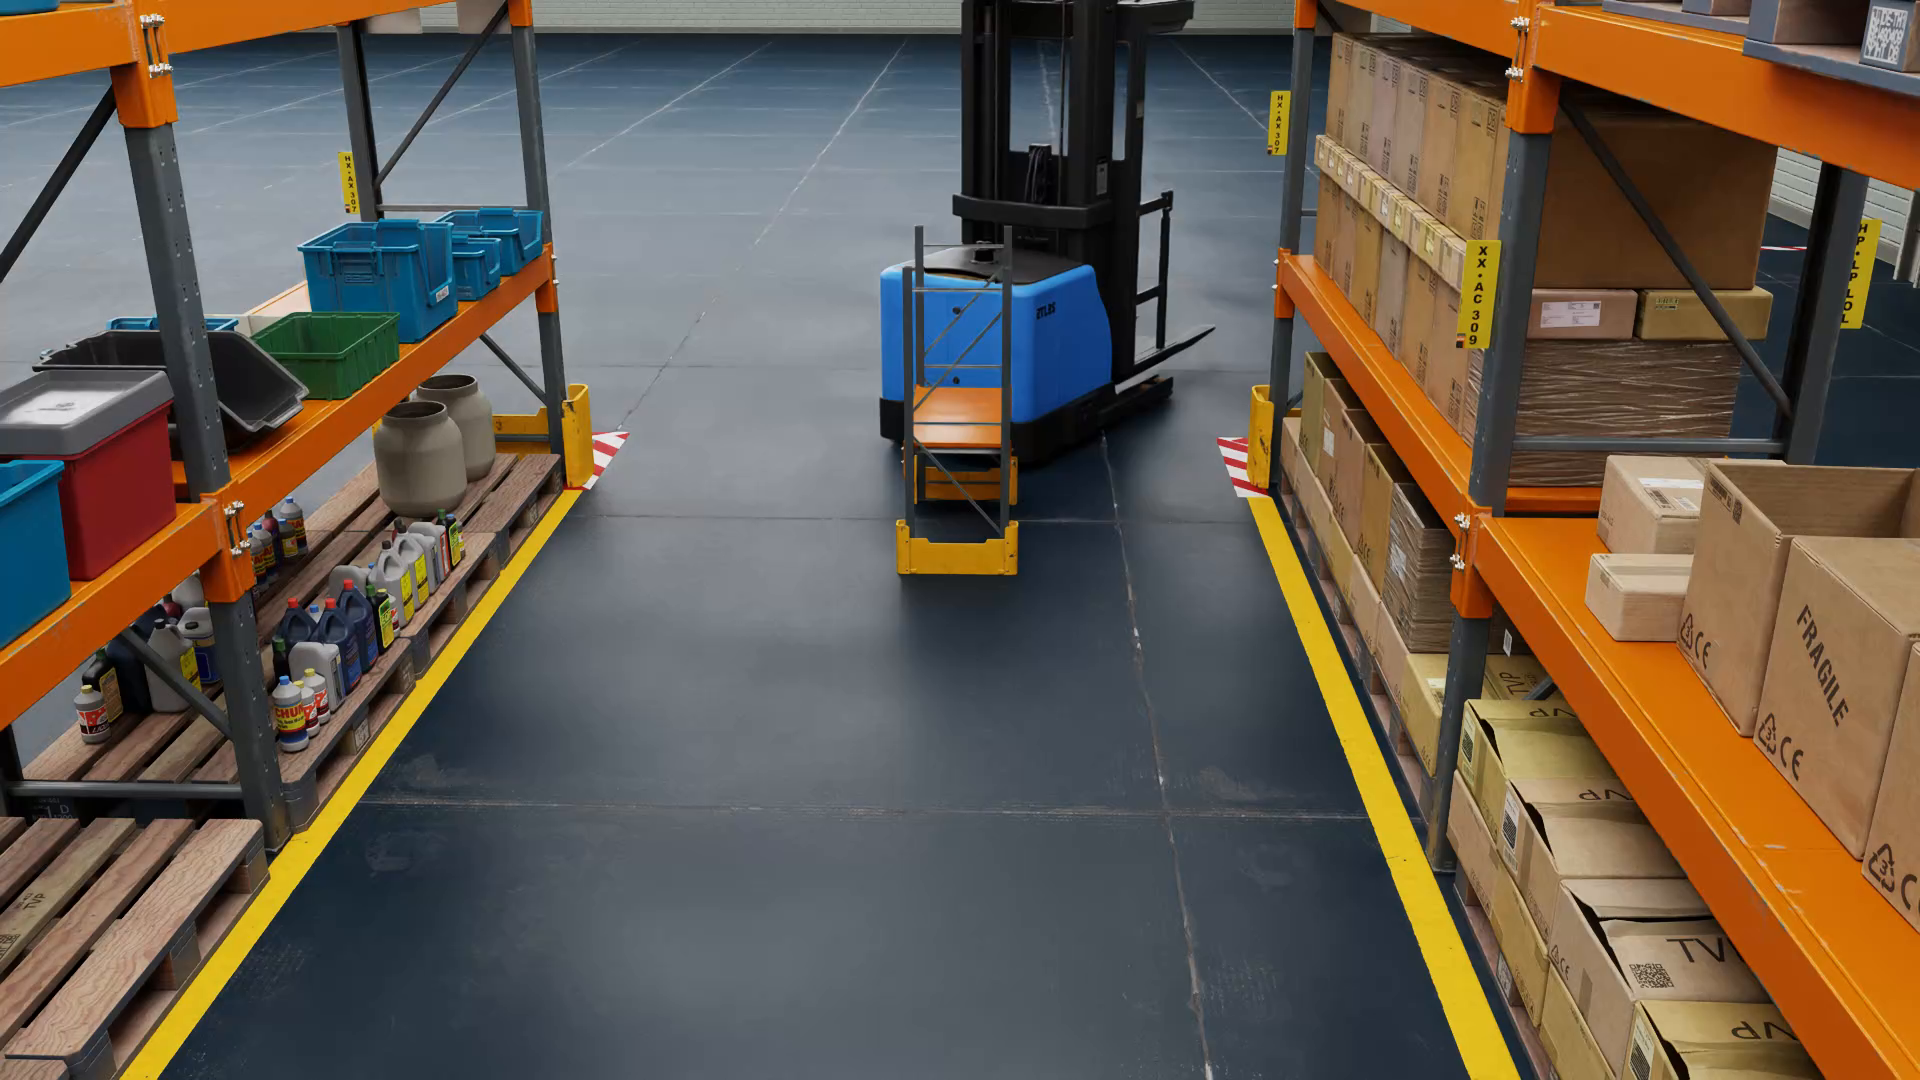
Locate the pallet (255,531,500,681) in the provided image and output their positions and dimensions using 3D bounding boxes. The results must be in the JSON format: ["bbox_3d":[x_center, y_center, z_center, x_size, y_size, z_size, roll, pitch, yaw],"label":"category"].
[{"bbox_3d":[-2.754,0.274,7.530,1.003,0.211,1.213,1,21,2],"label":"pallet"}]

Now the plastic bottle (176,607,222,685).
[{"bbox_3d":[-2.965,0.411,6.480,0.152,0.276,0.135,1,21,2],"label":"plastic bottle"}]

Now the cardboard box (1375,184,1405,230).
[{"bbox_3d":[1.947,-1.385,6.917,0.380,0.149,0.250,1,21,2],"label":"cardboard box"}]

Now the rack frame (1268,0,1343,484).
[{"bbox_3d":[2.222,-1.731,8.844,1.000,3.000,0.127,1,21,2],"label":"rack frame"}]

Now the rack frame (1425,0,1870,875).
[{"bbox_3d":[2.100,-0.285,5.117,1.000,3.000,0.127,1,21,2],"label":"rack frame"}]

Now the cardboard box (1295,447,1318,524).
[{"bbox_3d":[1.972,-0.273,8.306,0.500,0.250,0.500,1,21,2],"label":"cardboard box"}]

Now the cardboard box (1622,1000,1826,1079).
[{"bbox_3d":[1.793,1.242,3.626,0.500,0.311,0.500,1,21,3],"label":"cardboard box"}]

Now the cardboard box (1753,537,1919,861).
[{"bbox_3d":[2.029,0.317,3.426,0.500,0.500,0.500,1,21,2],"label":"cardboard box"}]

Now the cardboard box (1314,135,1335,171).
[{"bbox_3d":[1.995,-1.941,8.349,0.380,0.149,0.250,0,21,1],"label":"cardboard box"}]

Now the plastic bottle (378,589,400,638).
[{"bbox_3d":[-2.374,0.301,6.867,0.097,0.201,0.097,0,21,0],"label":"plastic bottle"}]

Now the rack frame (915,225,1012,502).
[{"bbox_3d":[0.018,-0.914,8.811,0.500,1.500,0.032,1,21,2],"label":"rack frame"}]

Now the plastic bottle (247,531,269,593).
[{"bbox_3d":[-3.109,0.092,7.309,0.097,0.271,0.097,0,21,0],"label":"plastic bottle"}]

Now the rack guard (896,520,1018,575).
[{"bbox_3d":[-0.013,0.036,8.091,0.587,0.250,0.087,1,21,2],"label":"rack guard"}]

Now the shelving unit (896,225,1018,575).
[{"bbox_3d":[0.002,-0.727,8.329,0.587,1.500,1.083,1,21,2],"label":"shelving unit"}]

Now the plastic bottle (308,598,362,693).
[{"bbox_3d":[-2.411,0.402,6.401,0.144,0.351,0.185,1,21,3],"label":"plastic bottle"}]

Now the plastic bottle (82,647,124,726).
[{"bbox_3d":[-3.166,0.543,6.130,0.061,0.283,0.133,2,21,4],"label":"plastic bottle"}]

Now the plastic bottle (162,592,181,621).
[{"bbox_3d":[-3.150,0.356,6.613,0.061,0.283,0.133,2,21,5],"label":"plastic bottle"}]

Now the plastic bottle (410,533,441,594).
[{"bbox_3d":[-2.386,0.087,7.314,0.152,0.276,0.135,0,21,0],"label":"plastic bottle"}]

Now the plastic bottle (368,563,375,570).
[{"bbox_3d":[-2.509,0.197,7.136,0.097,0.201,0.097,0,21,0],"label":"plastic bottle"}]

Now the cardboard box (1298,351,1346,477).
[{"bbox_3d":[1.970,-0.623,8.171,0.500,0.500,0.500,1,21,2],"label":"cardboard box"}]

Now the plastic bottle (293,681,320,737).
[{"bbox_3d":[-2.400,0.611,6.067,0.097,0.201,0.097,0,21,0],"label":"plastic bottle"}]

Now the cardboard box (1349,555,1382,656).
[{"bbox_3d":[1.921,0.269,6.909,0.500,0.250,0.500,1,21,2],"label":"cardboard box"}]

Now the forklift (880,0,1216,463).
[{"bbox_3d":[0.732,-2.283,10.362,1.130,2.935,3.031,13,25,30],"label":"forklift"}]

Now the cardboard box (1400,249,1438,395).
[{"bbox_3d":[2.136,-0.864,6.472,0.700,0.500,0.500,1,21,2],"label":"cardboard box"}]

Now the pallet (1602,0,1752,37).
[{"bbox_3d":[2.086,-1.275,3.787,0.805,0.209,1.217,0,21,-1],"label":"pallet"}]

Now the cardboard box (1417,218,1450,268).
[{"bbox_3d":[1.927,-1.103,6.189,0.380,0.149,0.250,1,21,1],"label":"cardboard box"}]

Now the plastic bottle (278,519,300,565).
[{"bbox_3d":[-3.099,0.002,7.638,0.097,0.201,0.097,0,21,0],"label":"plastic bottle"}]

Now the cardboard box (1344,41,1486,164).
[{"bbox_3d":[2.183,-2.005,7.617,0.700,0.500,0.500,0,21,0],"label":"cardboard box"}]

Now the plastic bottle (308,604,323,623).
[{"bbox_3d":[-2.528,0.385,6.554,0.097,0.271,0.097,0,21,0],"label":"plastic bottle"}]

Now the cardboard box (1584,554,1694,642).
[{"bbox_3d":[1.869,0.150,4.343,0.380,0.149,0.250,1,21,2],"label":"cardboard box"}]

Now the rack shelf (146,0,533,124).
[{"bbox_3d":[-2.790,-2.127,6.712,1.077,0.370,4.000,1,21,2],"label":"rack shelf"}]

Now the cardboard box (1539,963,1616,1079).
[{"bbox_3d":[1.810,1.316,4.211,0.500,0.250,0.500,0,21,0],"label":"cardboard box"}]

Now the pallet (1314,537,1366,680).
[{"bbox_3d":[2.201,0.285,7.501,1.003,0.211,1.213,1,21,2],"label":"pallet"}]

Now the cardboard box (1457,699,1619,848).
[{"bbox_3d":[1.839,0.686,5.059,0.500,0.311,0.500,1,21,2],"label":"cardboard box"}]

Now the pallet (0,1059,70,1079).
[{"bbox_3d":[-2.870,1.686,3.893,1.003,0.211,1.213,1,21,2],"label":"pallet"}]

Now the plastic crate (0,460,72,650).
[{"bbox_3d":[-2.573,0.069,4.227,0.392,0.384,0.575,1,21,2],"label":"plastic crate"}]

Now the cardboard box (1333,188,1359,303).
[{"bbox_3d":[2.184,-1.419,7.902,0.700,0.500,0.500,1,21,3],"label":"cardboard box"}]

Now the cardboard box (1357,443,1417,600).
[{"bbox_3d":[1.934,-0.080,6.773,0.500,0.500,0.500,1,21,2],"label":"cardboard box"}]

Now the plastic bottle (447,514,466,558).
[{"bbox_3d":[-2.347,-0.019,7.691,0.097,0.201,0.097,0,21,0],"label":"plastic bottle"}]

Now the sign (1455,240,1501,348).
[{"bbox_3d":[1.545,-0.731,4.960,0.100,0.325,0.005,1,21,2],"label":"sign"}]

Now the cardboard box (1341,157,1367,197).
[{"bbox_3d":[1.970,-1.664,7.636,0.380,0.149,0.250,0,21,1],"label":"cardboard box"}]

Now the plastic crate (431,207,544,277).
[{"bbox_3d":[-2.445,-1.534,8.540,0.499,0.251,0.616,1,21,2],"label":"plastic crate"}]

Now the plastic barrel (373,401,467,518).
[{"bbox_3d":[-2.688,-0.403,8.280,0.421,0.512,0.421,0,21,0],"label":"plastic barrel"}]

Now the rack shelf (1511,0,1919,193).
[{"bbox_3d":[2.039,-0.625,2.841,1.077,0.370,4.000,1,21,2],"label":"rack shelf"}]

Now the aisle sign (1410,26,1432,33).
[{"bbox_3d":[2.517,-2.964,8.427,0.394,0.787,0.004,1,21,2],"label":"aisle sign"}]

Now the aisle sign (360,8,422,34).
[{"bbox_3d":[-3.020,-3.028,8.594,0.394,0.787,0.004,1,21,2],"label":"aisle sign"}]

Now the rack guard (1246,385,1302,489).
[{"bbox_3d":[2.223,-0.575,9.319,1.175,0.500,0.348,1,21,2],"label":"rack guard"}]

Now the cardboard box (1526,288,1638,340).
[{"bbox_3d":[1.894,-0.735,5.241,0.380,0.149,0.250,1,21,2],"label":"cardboard box"}]

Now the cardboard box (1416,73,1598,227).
[{"bbox_3d":[2.137,-1.461,6.216,0.700,0.500,0.500,1,21,2],"label":"cardboard box"}]

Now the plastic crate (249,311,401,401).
[{"bbox_3d":[-2.527,-0.730,6.556,0.450,0.188,0.662,1,21,2],"label":"plastic crate"}]
